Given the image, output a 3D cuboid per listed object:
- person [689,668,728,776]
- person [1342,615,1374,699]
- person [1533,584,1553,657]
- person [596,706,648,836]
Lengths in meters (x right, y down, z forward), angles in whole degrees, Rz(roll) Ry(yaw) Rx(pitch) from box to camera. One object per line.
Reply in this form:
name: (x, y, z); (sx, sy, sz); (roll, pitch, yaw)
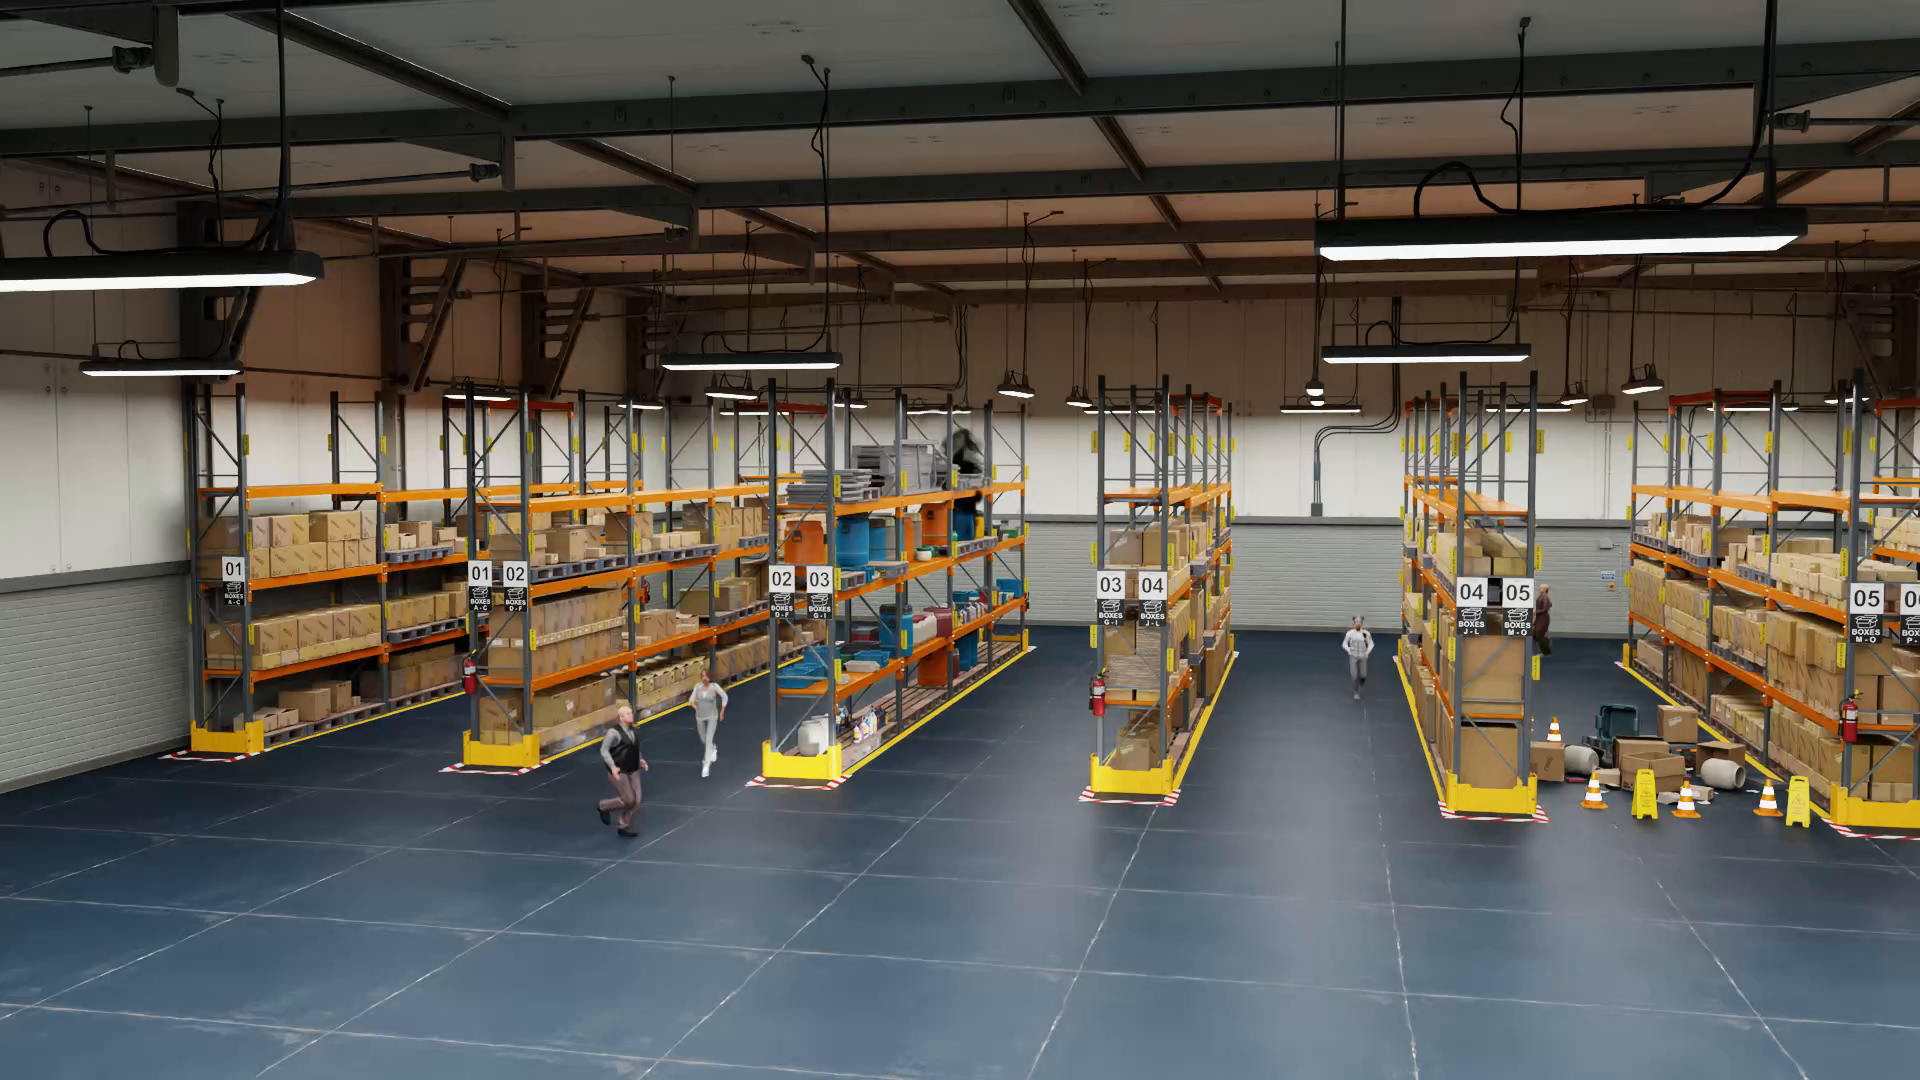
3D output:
person: (-3.868, 2.758, 25.503); (0.576, 1.602, 0.824); (1, 3, 9)
person: (7.844, 2.302, 32.756); (0.611, 1.649, 0.569); (1, 3, 11)
person: (13.662, 1.894, 39.160); (0.626, 1.736, 0.708); (1, 3, 10)
person: (-4.336, 2.955, 21.318); (0.619, 1.672, 0.645); (2, 4, 31)
